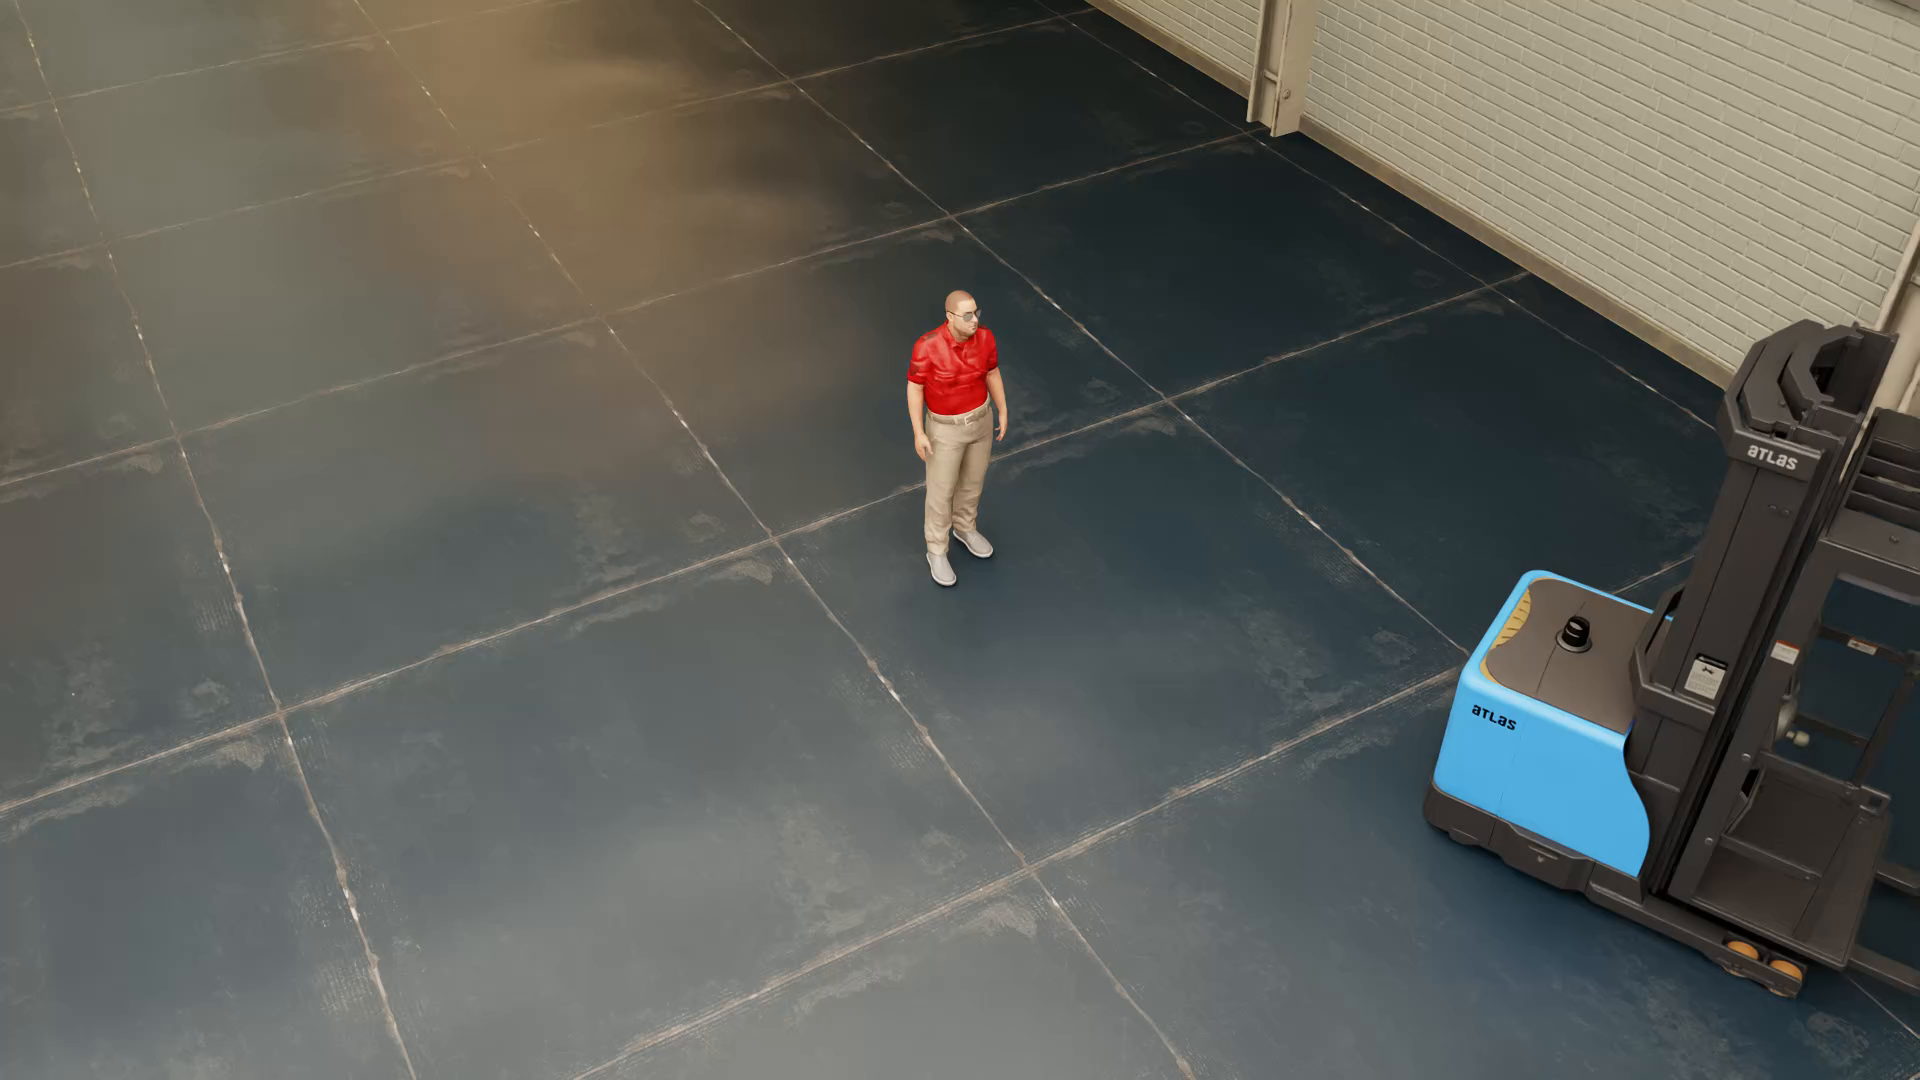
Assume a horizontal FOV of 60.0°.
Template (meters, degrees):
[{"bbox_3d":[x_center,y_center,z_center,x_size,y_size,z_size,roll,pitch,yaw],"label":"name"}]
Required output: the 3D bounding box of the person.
[{"bbox_3d":[0.034,-0.617,9.711,0.640,1.727,0.551,-20,44,-23],"label":"person"}]

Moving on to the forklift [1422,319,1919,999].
[{"bbox_3d":[3.881,0.609,7.302,3.031,2.935,1.130,23,45,26],"label":"forklift"}]
